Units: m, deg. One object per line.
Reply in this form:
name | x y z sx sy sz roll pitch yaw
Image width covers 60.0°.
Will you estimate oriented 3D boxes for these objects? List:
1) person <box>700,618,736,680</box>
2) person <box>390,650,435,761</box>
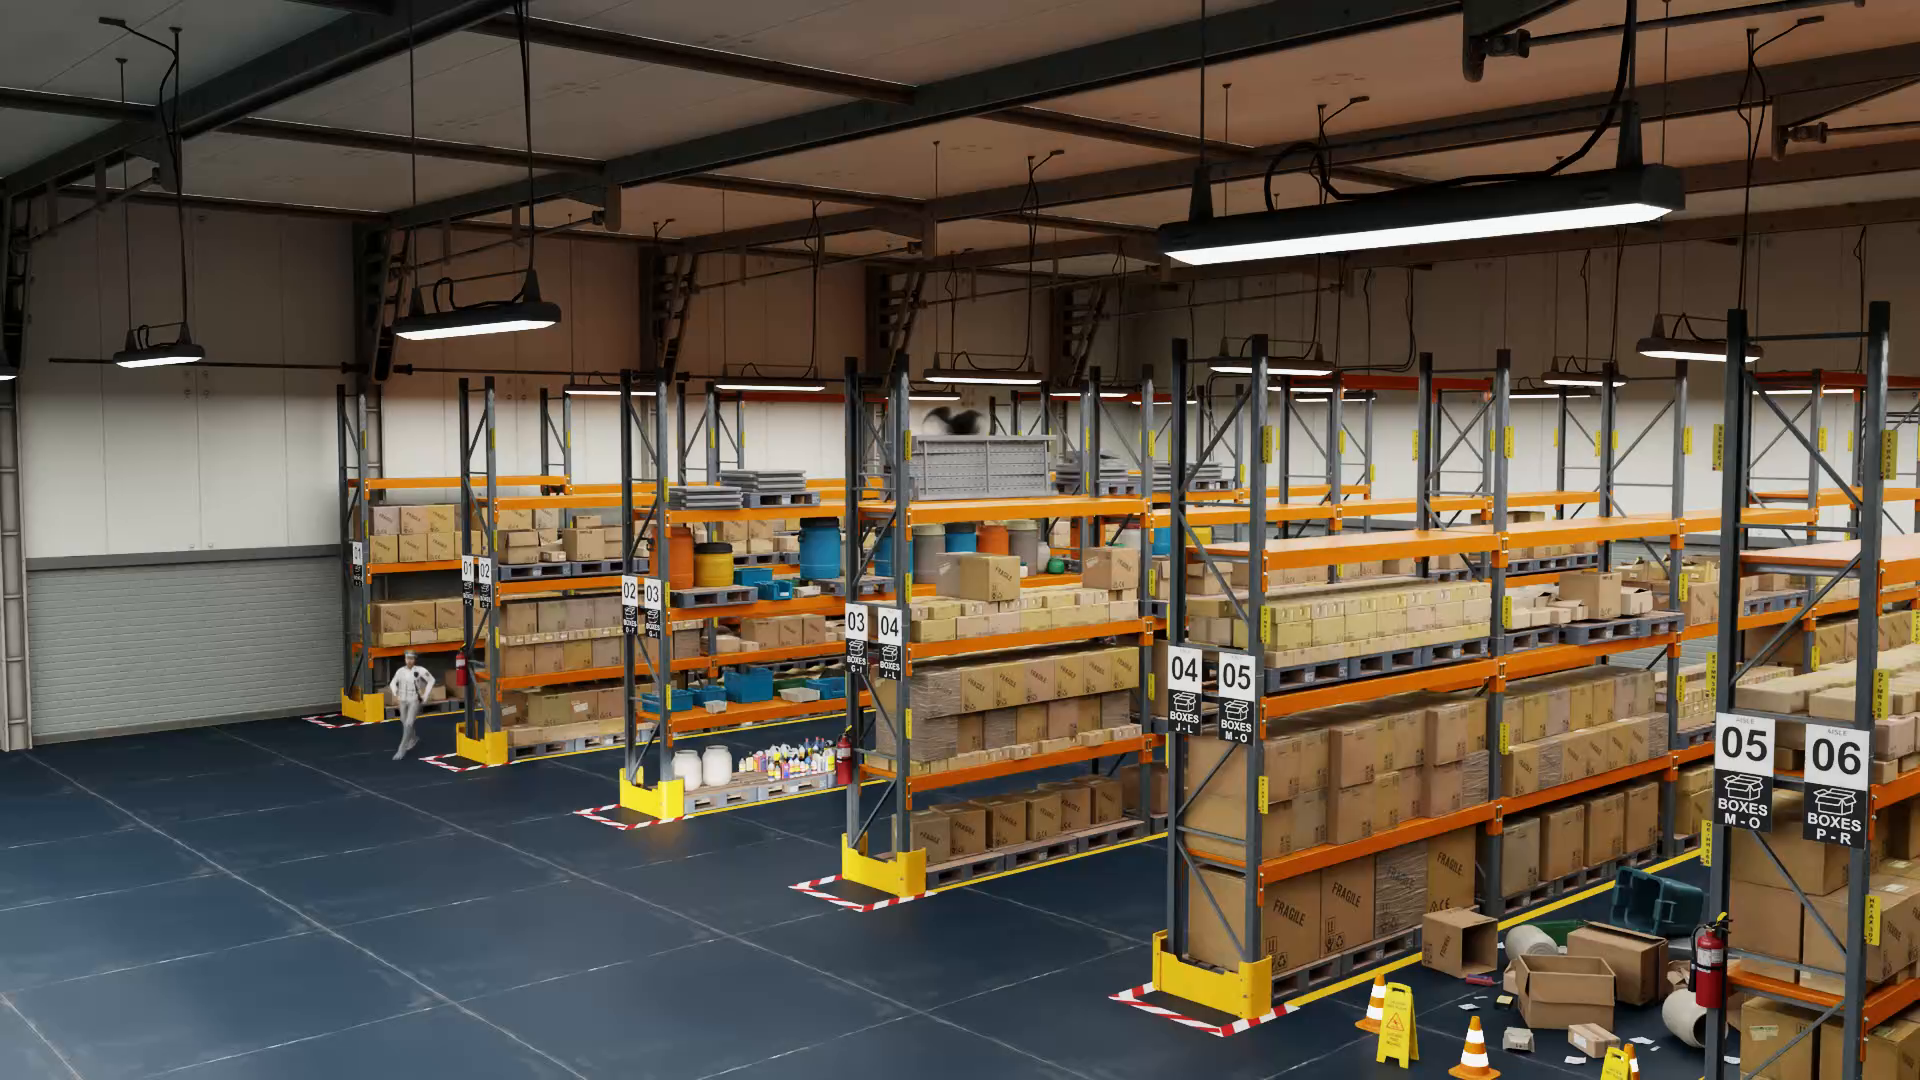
person | -4.561 2.244 31.021 0.948 1.798 0.726 -3 5 -39
person | -8.738 2.582 26.428 0.654 1.709 0.903 1 4 8
